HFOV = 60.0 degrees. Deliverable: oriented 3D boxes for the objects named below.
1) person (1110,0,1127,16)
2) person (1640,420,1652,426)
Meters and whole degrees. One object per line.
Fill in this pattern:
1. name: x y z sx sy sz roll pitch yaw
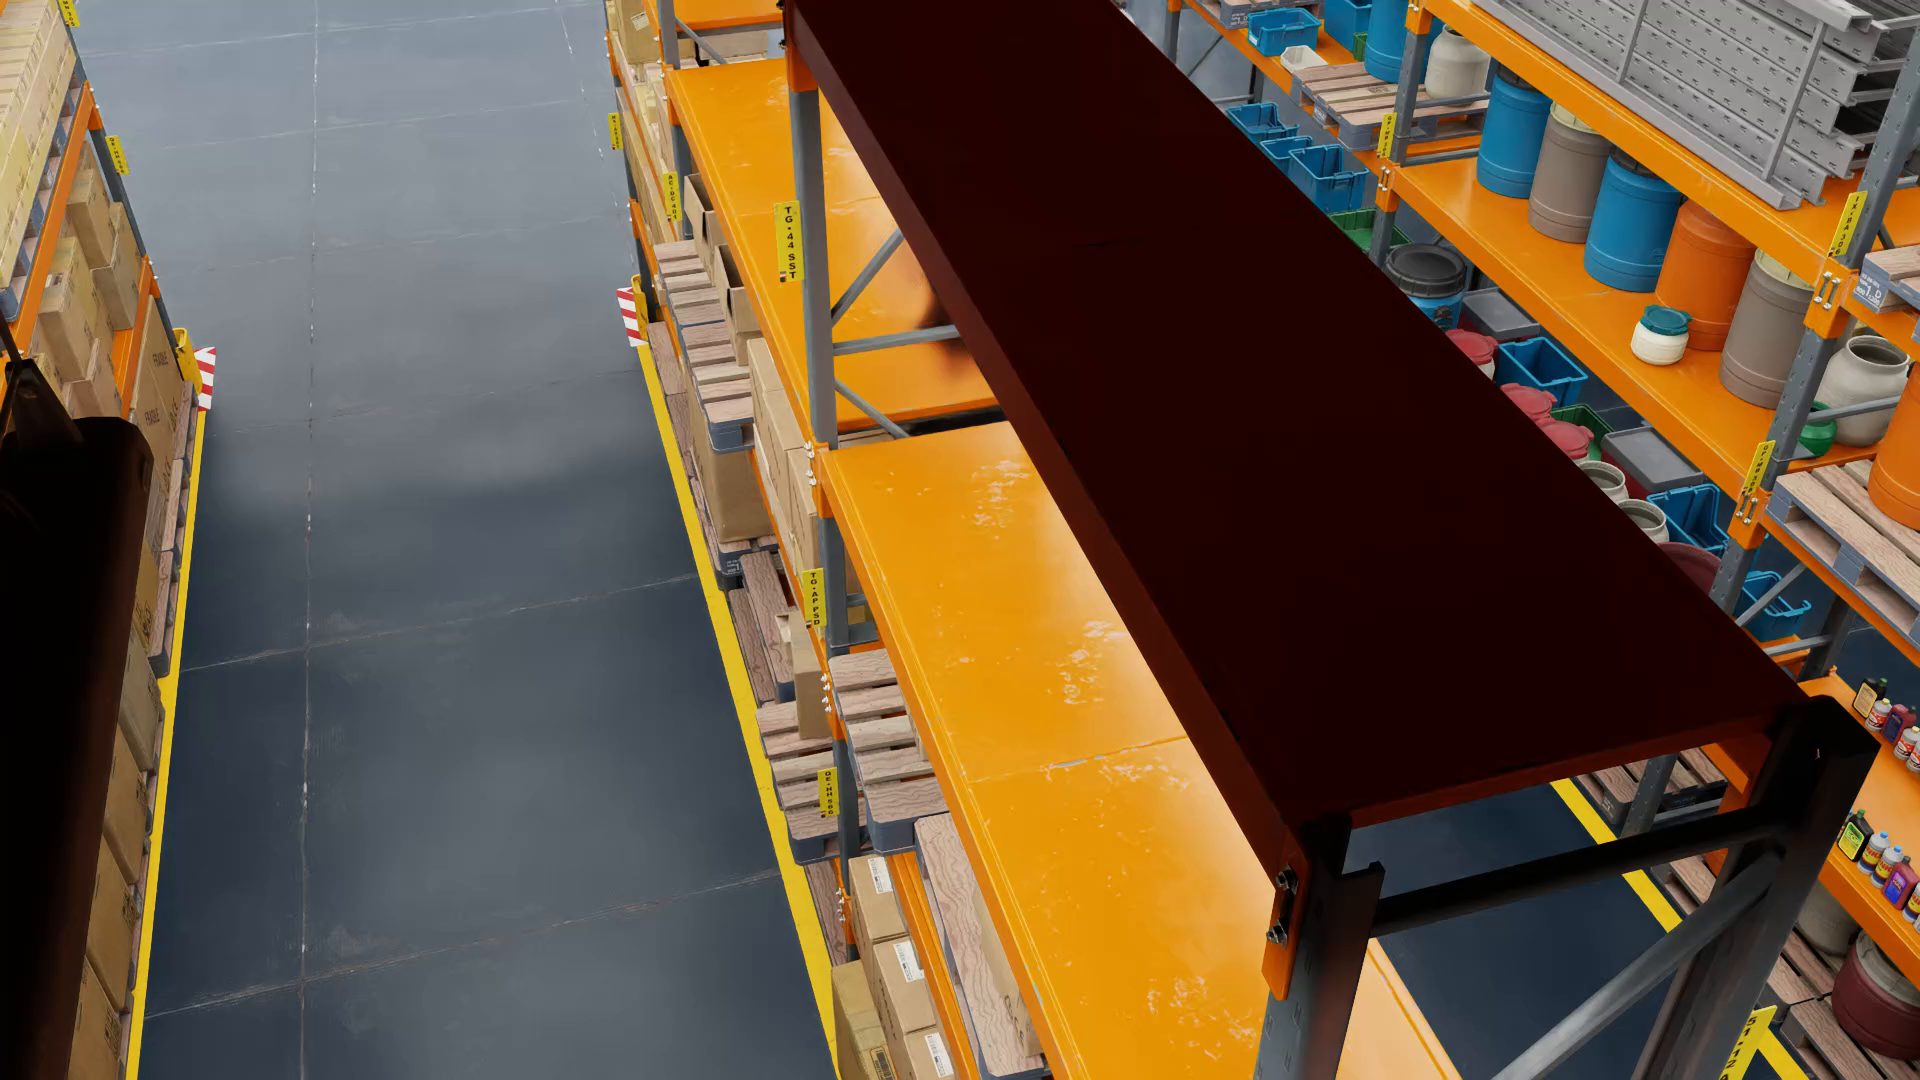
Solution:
1. person: 1.642 -5.172 18.018 0.846 1.662 0.622 3 39 4
2. person: 5.827 -1.514 13.557 0.787 1.558 0.558 19 42 22
